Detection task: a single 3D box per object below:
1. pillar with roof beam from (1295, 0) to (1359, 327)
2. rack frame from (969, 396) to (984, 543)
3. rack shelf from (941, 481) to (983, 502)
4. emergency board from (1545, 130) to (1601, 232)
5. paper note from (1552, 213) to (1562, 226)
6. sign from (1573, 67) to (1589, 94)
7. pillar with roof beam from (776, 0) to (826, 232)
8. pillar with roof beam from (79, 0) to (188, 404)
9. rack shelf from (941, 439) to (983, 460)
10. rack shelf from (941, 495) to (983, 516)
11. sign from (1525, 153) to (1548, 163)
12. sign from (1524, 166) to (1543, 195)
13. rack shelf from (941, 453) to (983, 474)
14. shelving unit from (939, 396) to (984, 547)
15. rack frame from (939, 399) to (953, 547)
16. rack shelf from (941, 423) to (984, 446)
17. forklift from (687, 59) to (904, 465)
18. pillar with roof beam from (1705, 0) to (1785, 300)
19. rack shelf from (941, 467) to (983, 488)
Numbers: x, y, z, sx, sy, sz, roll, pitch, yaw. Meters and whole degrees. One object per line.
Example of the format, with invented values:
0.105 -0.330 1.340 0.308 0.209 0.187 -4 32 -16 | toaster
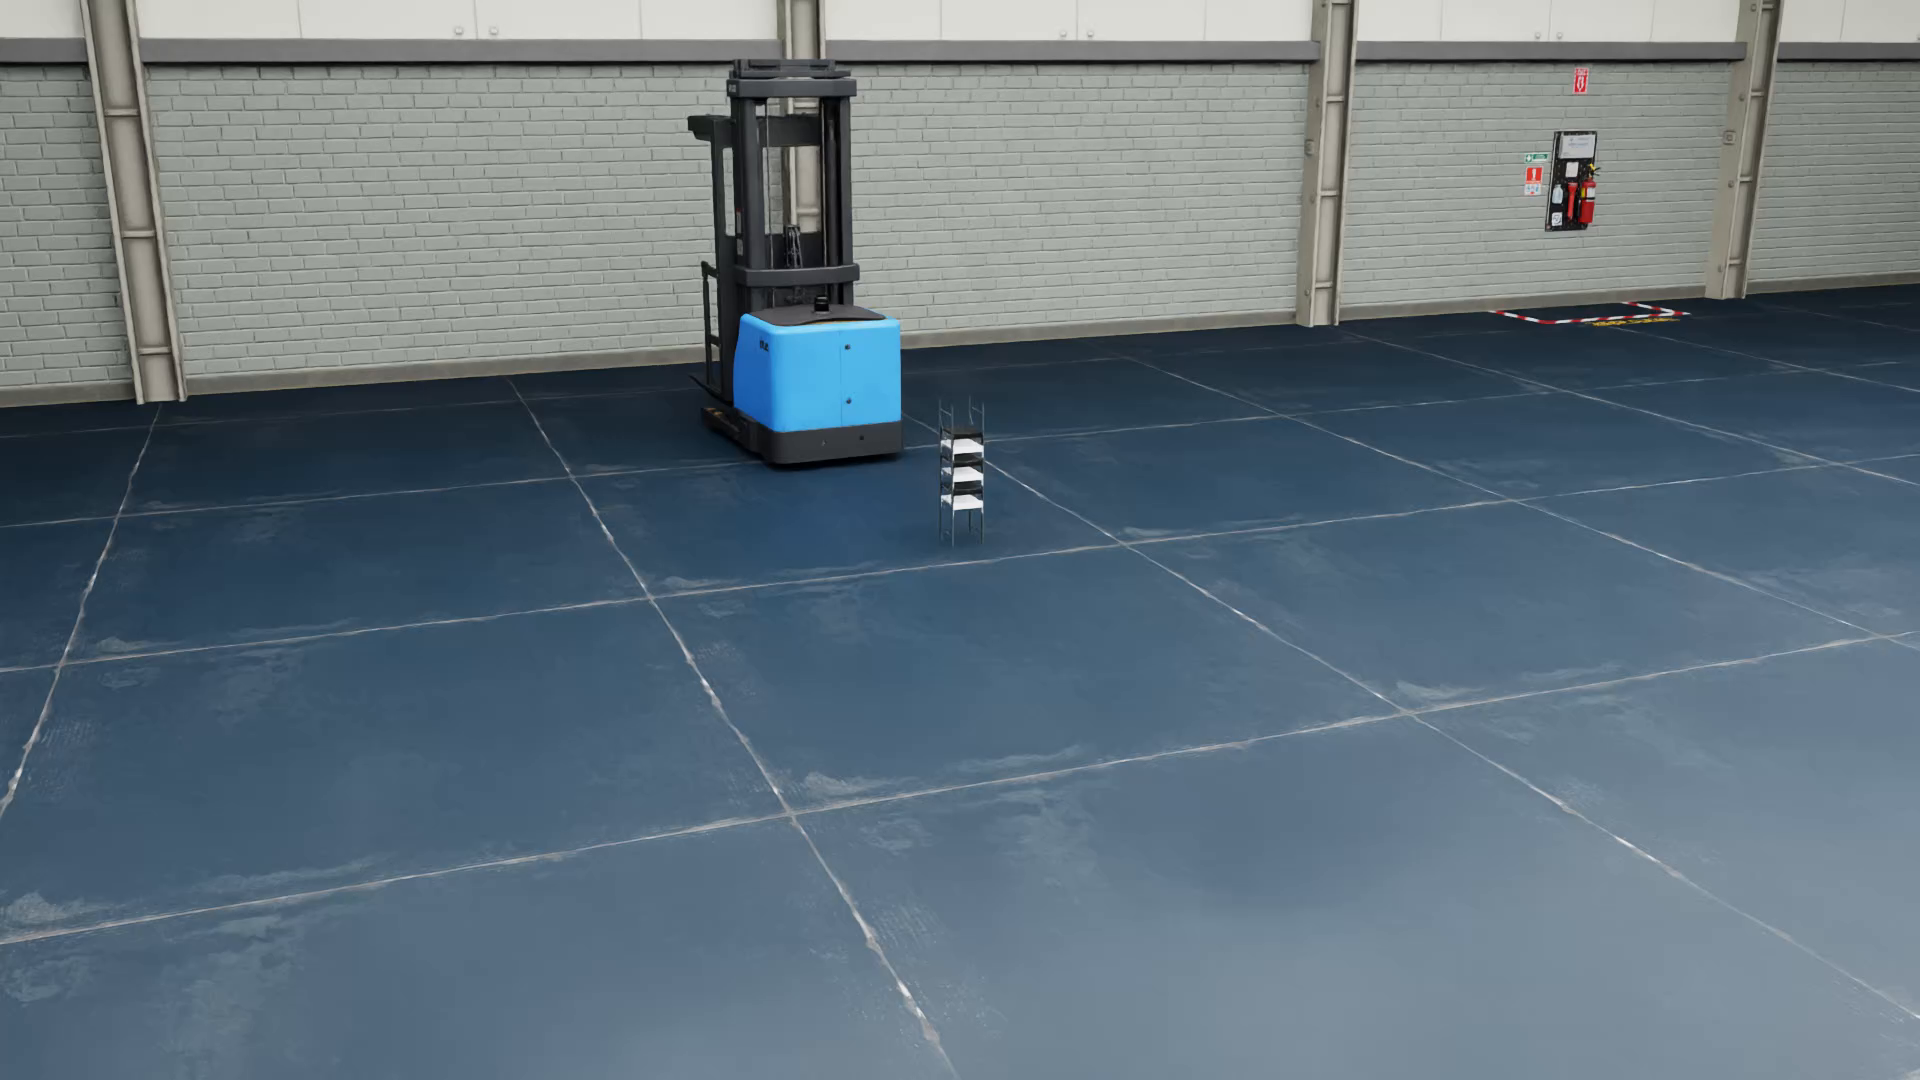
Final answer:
5.613 -5.651 13.871 0.400 9.000 9.100 -6 17 -20 | pillar with roof beam
0.103 -0.443 10.509 0.006 0.900 0.240 -6 17 -20 | rack frame
0.008 -0.314 10.509 0.200 0.077 0.258 -6 17 -20 | rack shelf
7.354 -4.271 19.819 0.643 1.169 0.194 -6 17 -20 | emergency board
7.164 -3.849 19.945 0.142 0.148 0.016 -6 17 -20 | paper note
7.311 -5.409 19.579 0.199 0.298 0.001 -6 17 -20 | sign
0.010 -5.046 11.811 0.400 9.000 9.100 -6 17 -20 | pillar with roof beam
-5.593 -4.441 9.751 0.400 9.000 9.100 -6 17 -20 | pillar with roof beam
0.008 -0.573 10.433 0.200 0.077 0.258 -6 17 -20 | rack shelf
0.008 -0.228 10.534 0.200 0.077 0.258 -6 17 -20 | rack shelf
6.808 -4.512 19.636 0.331 0.109 0.001 -6 17 -20 | sign
6.800 -4.260 19.717 0.234 0.329 0.001 -6 17 -20 | sign
0.008 -0.487 10.458 0.200 0.077 0.258 -6 17 -20 | rack shelf
0.008 -0.433 10.474 0.210 0.900 0.258 -6 17 -20 | shelving unit
-0.087 -0.422 10.439 0.006 0.900 0.240 -6 17 -20 | rack frame
0.008 -0.660 10.408 0.200 0.077 0.258 -6 17 -20 | rack shelf
-1.500 -2.338 13.357 1.130 2.935 3.031 -7 18 -23 | forklift
11.215 -6.256 15.931 0.400 9.000 9.100 -6 17 -20 | pillar with roof beam
0.008 -0.401 10.484 0.200 0.077 0.258 -6 17 -20 | rack shelf
